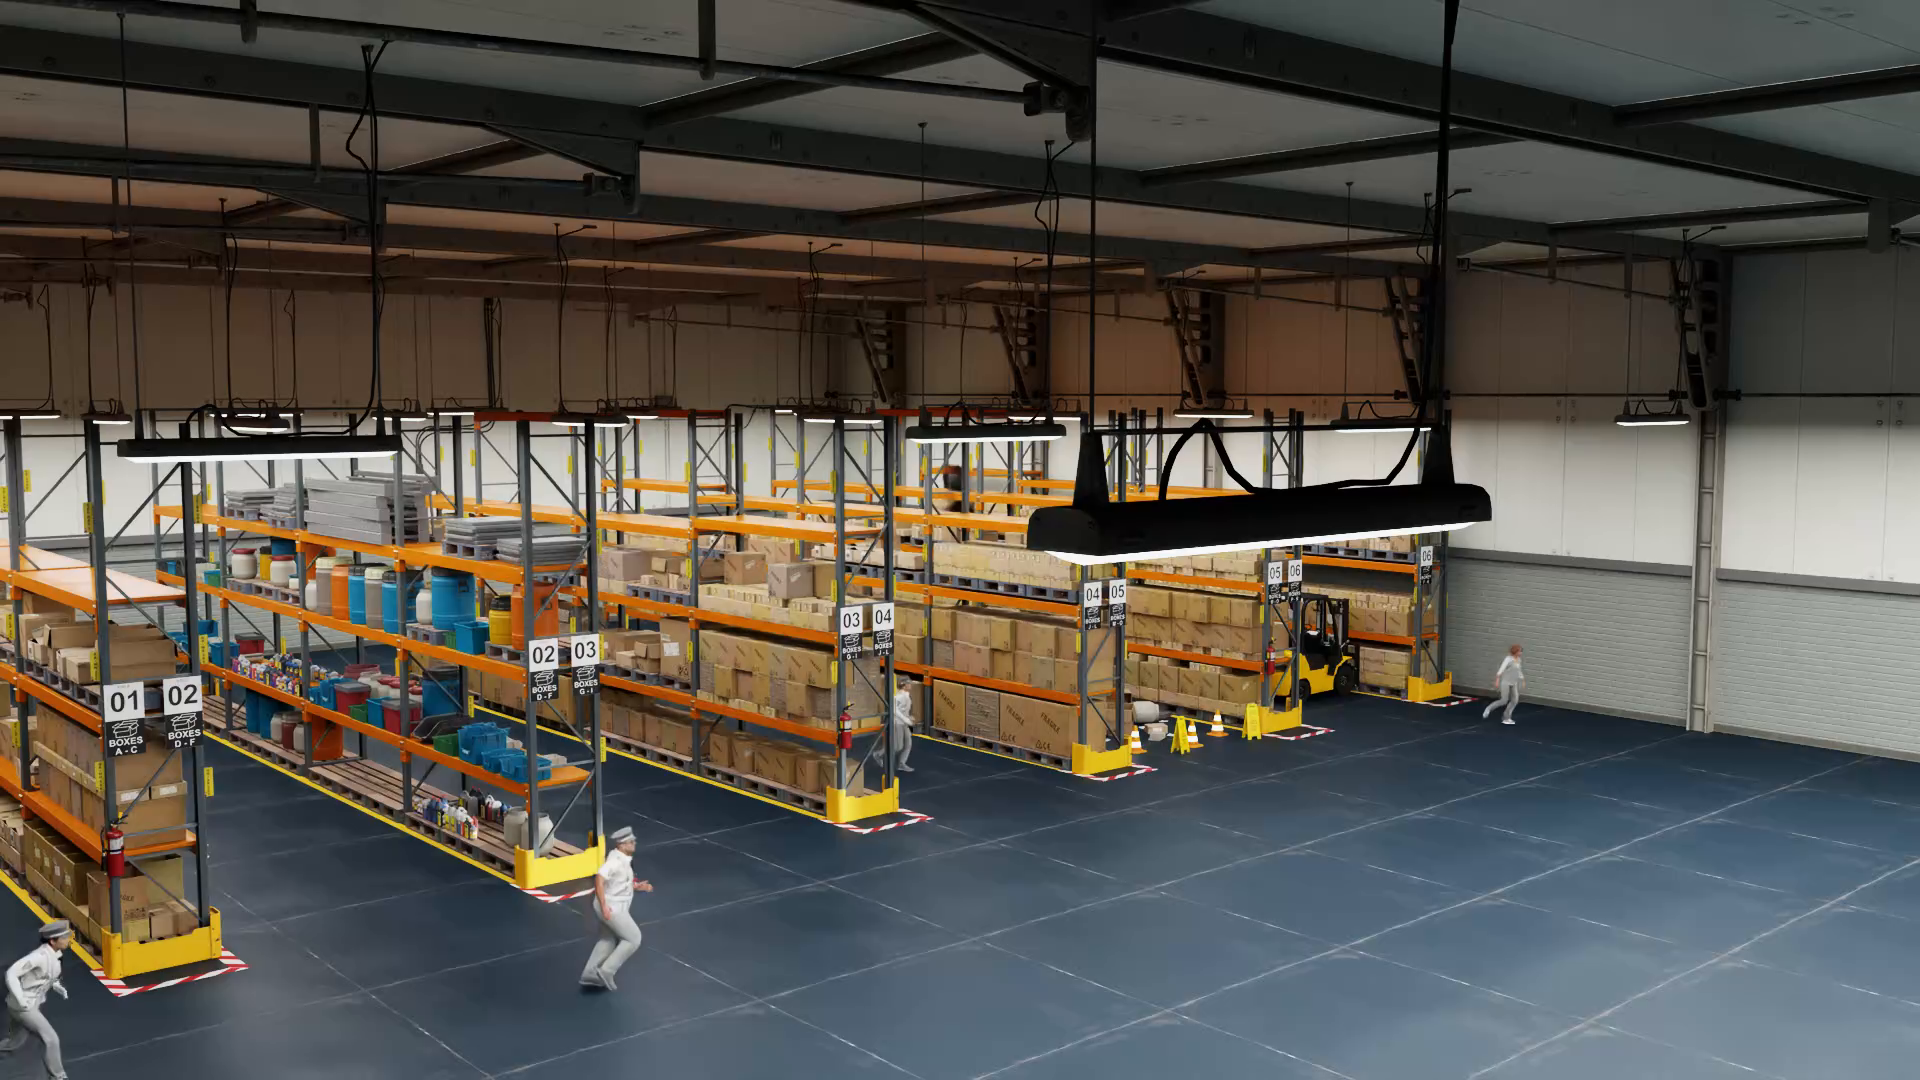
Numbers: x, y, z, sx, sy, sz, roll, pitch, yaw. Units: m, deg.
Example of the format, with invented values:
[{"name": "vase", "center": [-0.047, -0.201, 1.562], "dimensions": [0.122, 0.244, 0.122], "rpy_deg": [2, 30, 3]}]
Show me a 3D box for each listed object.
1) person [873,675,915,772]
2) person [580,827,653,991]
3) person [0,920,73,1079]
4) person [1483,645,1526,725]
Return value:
[{"name": "person", "center": [-1.108, 3.071, 27.917], "dimensions": [0.703, 1.644, 0.616], "rpy_deg": [1, 5, 15]}, {"name": "person", "center": [-3.658, 3.934, 17.694], "dimensions": [0.792, 1.760, 0.656], "rpy_deg": [-1, 5, -13]}, {"name": "person", "center": [-8.453, 4.245, 14.943], "dimensions": [0.968, 1.631, 0.657], "rpy_deg": [0, 5, -4]}, {"name": "person", "center": [10.478, 2.756, 31.940], "dimensions": [0.591, 1.542, 0.577], "rpy_deg": [-4, 6, -36]}]
